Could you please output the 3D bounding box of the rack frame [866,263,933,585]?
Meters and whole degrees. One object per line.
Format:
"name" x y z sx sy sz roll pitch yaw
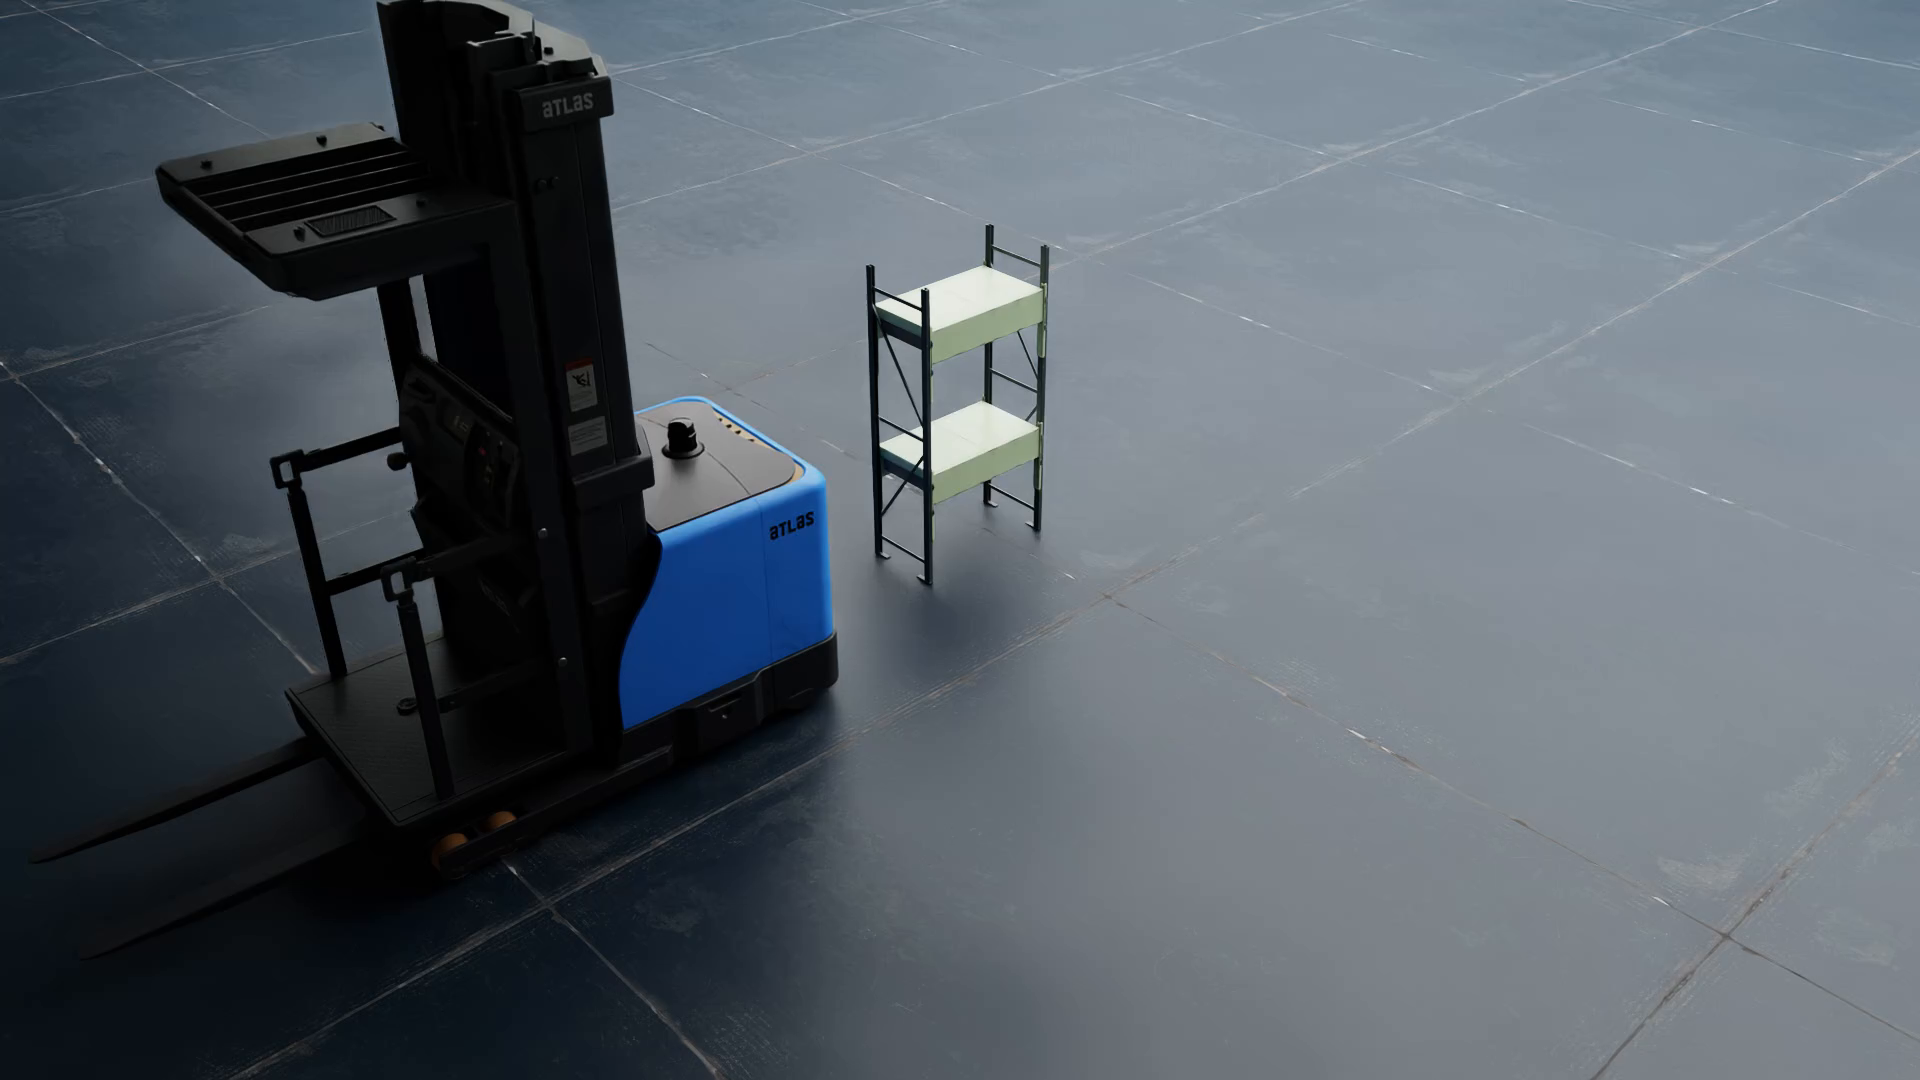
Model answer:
"rack frame" -0.273 -0.508 7.643 0.023 1.500 0.400 -26 40 -35

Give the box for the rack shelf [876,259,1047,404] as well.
"rack shelf" -0.005 -0.970 7.651 0.720 0.370 0.431 -26 40 -35

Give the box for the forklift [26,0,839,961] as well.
"forklift" -1.978 -0.300 5.931 3.031 2.935 1.130 -23 39 -33

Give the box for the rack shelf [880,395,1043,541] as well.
"rack shelf" -0.005 -0.359 8.025 0.720 0.370 0.431 -26 40 -35

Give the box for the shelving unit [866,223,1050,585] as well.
"shelving unit" -0.005 -0.637 7.855 0.755 1.500 0.431 -26 40 -35

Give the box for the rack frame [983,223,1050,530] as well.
"rack frame" 0.264 -0.767 8.067 0.023 1.500 0.400 -26 40 -35
